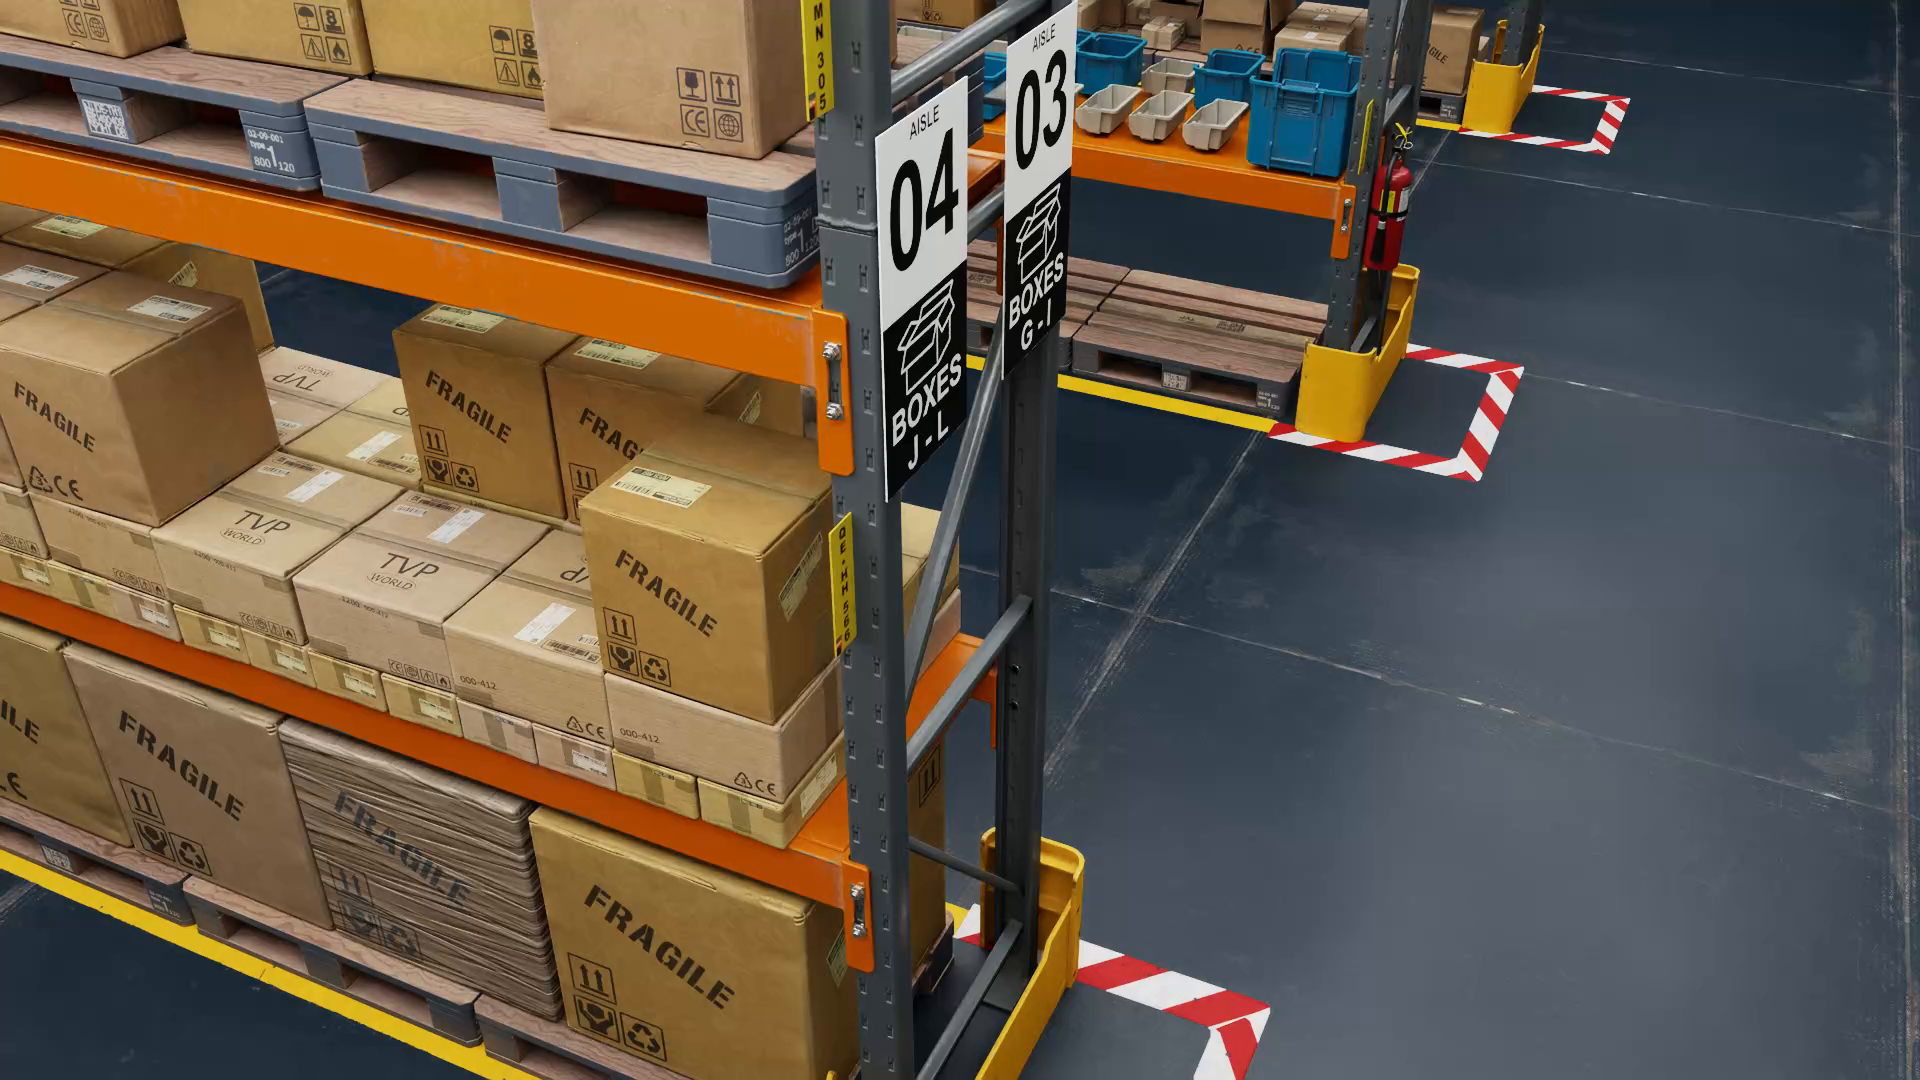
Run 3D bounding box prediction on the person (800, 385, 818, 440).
[{"bbox_3d":[-0.522,-0.273,6.524,0.516,1.776,0.521,-28,43,-35],"label":"person"}]
